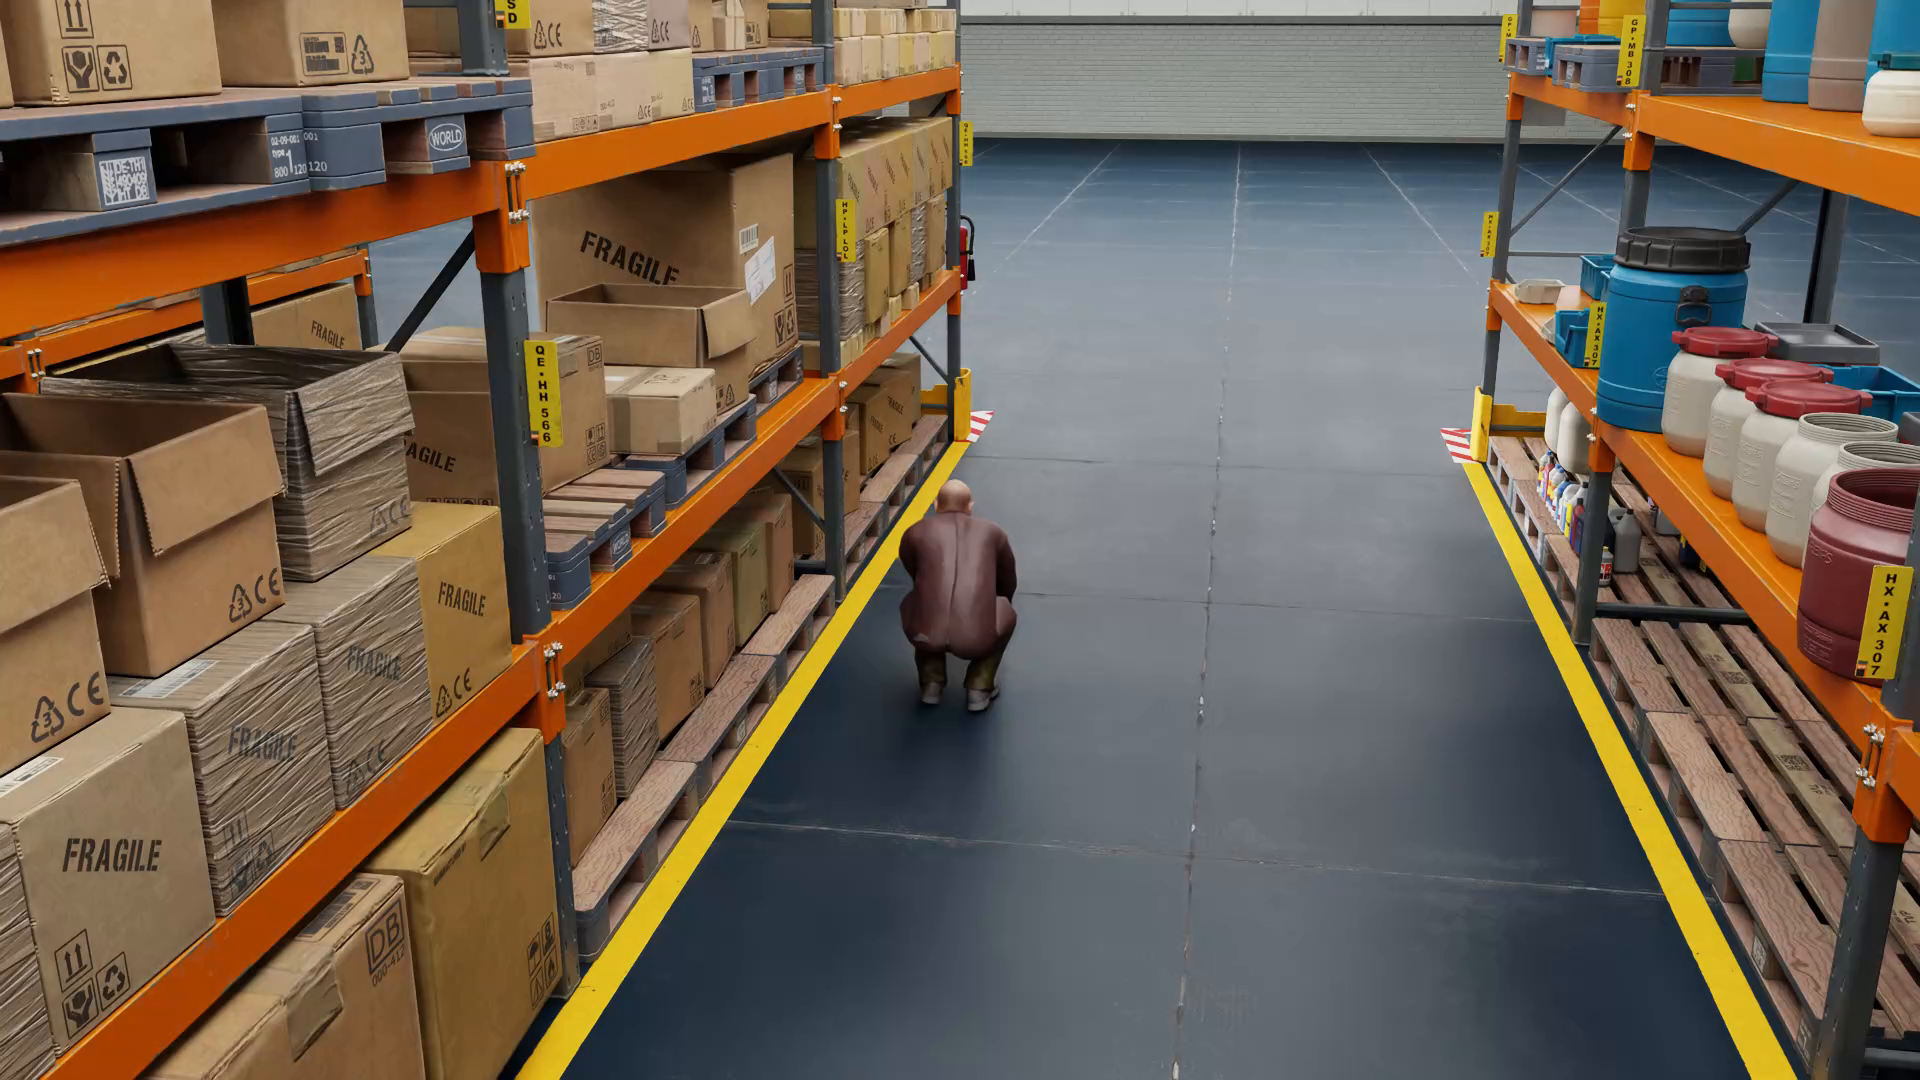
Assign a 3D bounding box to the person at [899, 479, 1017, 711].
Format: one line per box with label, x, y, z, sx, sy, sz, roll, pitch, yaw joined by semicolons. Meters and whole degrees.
person;-0.009;0.251;8.101;0.597;0.989;0.912;3;18;9
